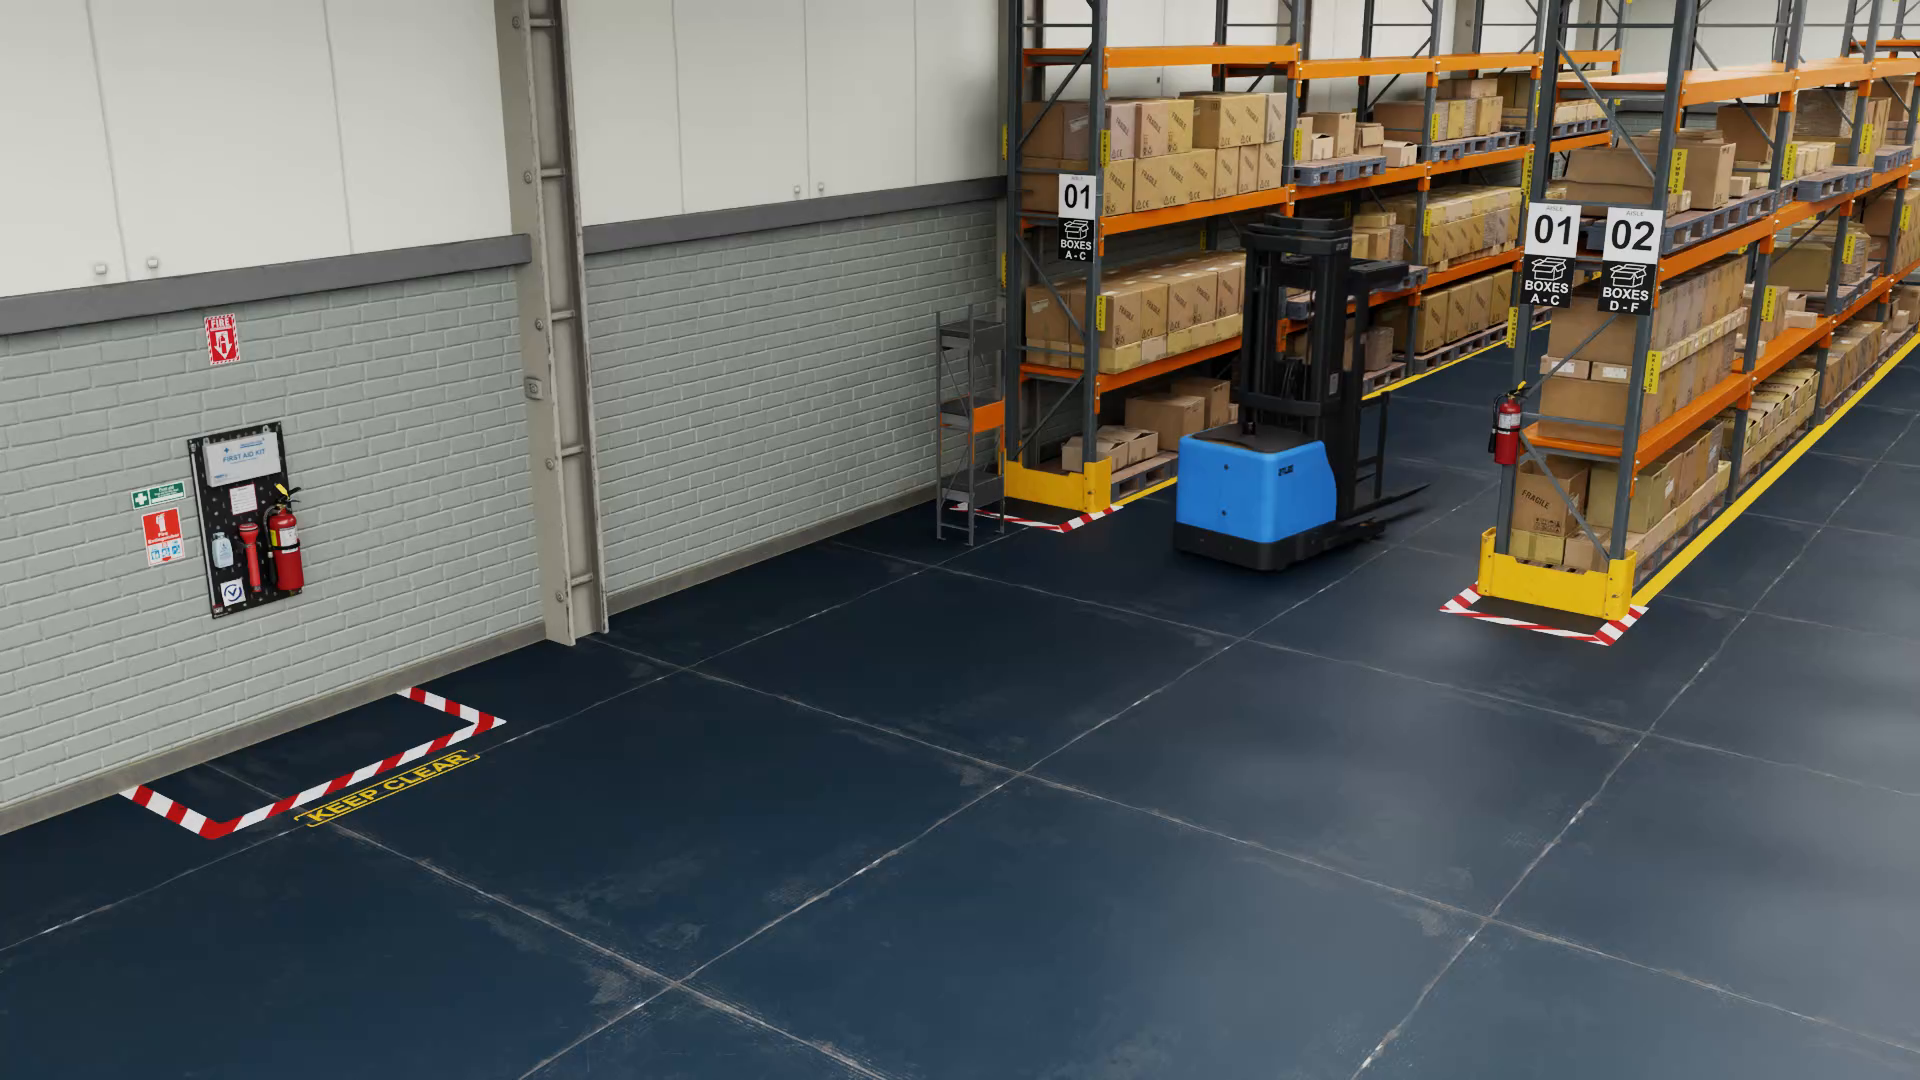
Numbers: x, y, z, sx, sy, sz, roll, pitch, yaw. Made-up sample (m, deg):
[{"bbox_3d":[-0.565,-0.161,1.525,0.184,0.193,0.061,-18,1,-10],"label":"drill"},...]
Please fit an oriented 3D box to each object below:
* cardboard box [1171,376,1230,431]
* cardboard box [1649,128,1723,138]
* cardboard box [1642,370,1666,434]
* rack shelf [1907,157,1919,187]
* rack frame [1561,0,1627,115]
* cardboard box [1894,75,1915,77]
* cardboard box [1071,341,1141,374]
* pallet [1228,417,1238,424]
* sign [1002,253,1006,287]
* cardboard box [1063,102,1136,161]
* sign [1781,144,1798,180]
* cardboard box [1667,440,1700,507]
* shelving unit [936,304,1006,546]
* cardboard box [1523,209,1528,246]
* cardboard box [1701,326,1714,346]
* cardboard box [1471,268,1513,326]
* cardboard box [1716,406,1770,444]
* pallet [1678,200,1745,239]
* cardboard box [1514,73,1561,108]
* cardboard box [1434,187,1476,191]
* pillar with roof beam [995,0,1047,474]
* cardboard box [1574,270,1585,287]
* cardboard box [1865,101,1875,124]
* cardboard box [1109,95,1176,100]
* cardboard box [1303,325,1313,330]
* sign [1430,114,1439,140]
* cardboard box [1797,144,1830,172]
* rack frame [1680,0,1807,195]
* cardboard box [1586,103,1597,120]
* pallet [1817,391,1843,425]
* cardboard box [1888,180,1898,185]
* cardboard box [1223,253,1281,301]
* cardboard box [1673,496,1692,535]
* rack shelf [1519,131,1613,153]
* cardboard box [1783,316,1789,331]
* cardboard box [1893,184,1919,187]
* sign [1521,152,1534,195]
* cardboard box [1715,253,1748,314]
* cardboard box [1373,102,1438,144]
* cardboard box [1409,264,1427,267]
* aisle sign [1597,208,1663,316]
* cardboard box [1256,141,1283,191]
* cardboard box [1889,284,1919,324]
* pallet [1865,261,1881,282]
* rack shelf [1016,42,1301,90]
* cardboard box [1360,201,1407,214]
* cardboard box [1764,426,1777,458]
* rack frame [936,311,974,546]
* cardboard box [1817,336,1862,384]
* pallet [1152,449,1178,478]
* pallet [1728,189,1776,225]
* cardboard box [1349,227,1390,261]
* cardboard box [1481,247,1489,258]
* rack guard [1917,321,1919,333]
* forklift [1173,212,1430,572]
[{"bbox_3d":[2.679,-1.524,18.572,0.500,0.500,0.500,11,20,31],"label":"cardboard box"},{"bbox_3d":[6.734,-3.561,15.490,0.500,0.500,0.500,15,22,39],"label":"cardboard box"},{"bbox_3d":[5.460,-1.217,13.943,0.700,0.500,0.500,13,22,36],"label":"cardboard box"},{"bbox_3d":[13.204,-5.358,23.601,1.077,0.370,4.000,12,21,35],"label":"rack shelf"},{"bbox_3d":[10.415,-8.485,27.399,1.000,3.000,0.127,12,21,35],"label":"rack frame"},{"bbox_3d":[13.737,-6.474,24.126,0.700,0.500,0.500,12,21,35],"label":"cardboard box"},{"bbox_3d":[1.428,-1.807,16.230,0.500,0.250,0.500,12,21,33],"label":"cardboard box"},{"bbox_3d":[2.893,-1.264,18.963,1.003,0.211,1.213,12,21,35],"label":"pallet"},{"bbox_3d":[0.448,-2.616,16.130,0.100,0.325,0.005,12,21,35],"label":"sign"},{"bbox_3d":[1.306,-3.825,15.563,0.500,0.500,0.500,11,20,31],"label":"cardboard box"},{"bbox_3d":[7.692,-3.507,15.421,0.100,0.325,0.005,12,21,35],"label":"sign"},{"bbox_3d":[6.256,-0.625,14.869,0.500,0.500,0.500,12,21,35],"label":"cardboard box"},{"bbox_3d":[0.099,-1.042,15.066,0.431,2.100,0.503,12,21,35],"label":"shelving unit"},{"bbox_3d":[8.368,-4.937,25.583,0.980,0.700,0.700,13,21,36],"label":"cardboard box"},{"bbox_3d":[6.498,-1.840,14.854,0.380,0.149,0.250,13,22,36],"label":"cardboard box"},{"bbox_3d":[7.749,-3.663,24.905,0.750,0.750,0.750,13,21,35],"label":"cardboard box"},{"bbox_3d":[7.995,-1.215,17.087,0.500,0.311,0.500,12,21,34],"label":"cardboard box"},{"bbox_3d":[6.031,-2.780,14.237,1.003,0.211,1.213,12,21,35],"label":"pallet"},{"bbox_3d":[8.682,-6.755,24.997,0.500,0.500,0.500,12,21,34],"label":"cardboard box"},{"bbox_3d":[7.242,-5.035,24.438,0.500,0.250,0.500,13,21,35],"label":"cardboard box"},{"bbox_3d":[4.062,-4.233,13.707,9.100,9.000,0.400,12,21,35],"label":"pillar with roof beam"},{"bbox_3d":[10.078,-4.442,28.003,0.700,0.500,0.500,12,21,35],"label":"cardboard box"},{"bbox_3d":[10.861,-5.096,20.499,0.600,0.600,0.600,11,21,33],"label":"cardboard box"},{"bbox_3d":[1.862,-4.289,17.057,0.500,0.500,0.500,12,21,35],"label":"cardboard box"},{"bbox_3d":[4.257,-2.544,20.594,0.500,0.250,0.500,12,21,33],"label":"cardboard box"},{"bbox_3d":[6.083,-5.297,21.321,0.100,0.325,0.005,12,21,35],"label":"sign"},{"bbox_3d":[9.106,-4.155,18.060,0.500,0.250,0.500,13,22,36],"label":"cardboard box"},{"bbox_3d":[7.246,-4.752,15.379,1.000,3.000,0.127,12,21,35],"label":"rack frame"},{"bbox_3d":[9.883,-6.883,26.676,0.500,0.250,0.500,11,21,33],"label":"cardboard box"},{"bbox_3d":[10.104,-1.679,20.302,1.003,0.211,1.213,12,21,35],"label":"pallet"},{"bbox_3d":[13.614,-5.086,24.714,0.500,0.500,0.500,13,21,35],"label":"cardboard box"},{"bbox_3d":[3.232,-2.890,18.454,0.500,0.500,0.500,12,21,35],"label":"cardboard box"},{"bbox_3d":[6.256,-0.267,14.981,0.500,0.250,0.500,12,21,35],"label":"cardboard box"},{"bbox_3d":[9.224,-6.232,26.416,1.077,0.370,4.000,12,21,35],"label":"rack shelf"},{"bbox_3d":[8.914,-2.406,18.364,0.380,0.149,0.250,14,22,39],"label":"cardboard box"},{"bbox_3d":[13.746,-4.871,24.023,0.500,0.500,0.500,13,22,36],"label":"cardboard box"},{"bbox_3d":[4.435,-2.851,12.956,0.100,0.325,0.005,12,21,35],"label":"sign"},{"bbox_3d":[6.986,-2.448,15.718,0.700,0.500,0.500,13,21,35],"label":"cardboard box"},{"bbox_3d":[5.886,-5.528,22.025,0.700,0.500,0.500,11,20,30],"label":"cardboard box"},{"bbox_3d":[6.031,-3.641,22.308,0.380,0.149,0.250,12,21,34],"label":"cardboard box"},{"bbox_3d":[5.069,-2.106,12.591,0.394,0.787,0.004,12,21,35],"label":"aisle sign"},{"bbox_3d":[3.161,-4.087,18.092,0.500,0.500,0.500,13,22,36],"label":"cardboard box"},{"bbox_3d":[14.270,-3.589,25.221,0.500,0.500,0.500,12,21,35],"label":"cardboard box"},{"bbox_3d":[11.449,-3.530,21.882,1.003,0.211,1.213,12,21,35],"label":"pallet"},{"bbox_3d":[2.073,-4.805,16.768,1.077,0.370,4.000,12,21,35],"label":"rack shelf"},{"bbox_3d":[5.710,-4.426,22.475,0.500,0.250,0.500,13,22,36],"label":"cardboard box"},{"bbox_3d":[8.297,-1.072,17.573,0.500,0.250,0.500,12,21,33],"label":"cardboard box"},{"bbox_3d":[-0.047,-0.984,14.878,0.400,2.100,0.015,12,21,35],"label":"rack frame"},{"bbox_3d":[11.047,-2.284,21.019,0.500,0.500,0.500,12,21,33],"label":"cardboard box"},{"bbox_3d":[2.167,-0.972,18.024,1.003,0.211,1.213,12,21,35],"label":"pallet"},{"bbox_3d":[6.758,-3.070,15.168,1.003,0.211,1.213,12,21,35],"label":"pallet"},{"bbox_3d":[5.065,-3.721,21.262,0.700,0.500,0.500,10,20,30],"label":"cardboard box"},{"bbox_3d":[7.427,-4.188,24.069,0.380,0.149,0.250,12,21,35],"label":"cardboard box"},{"bbox_3d":[14.350,-3.533,25.785,1.175,0.500,0.348,12,21,35],"label":"rack guard"},{"bbox_3d":[3.293,-1.486,15.092,1.130,2.935,3.031,16,24,42],"label":"forklift"}]
